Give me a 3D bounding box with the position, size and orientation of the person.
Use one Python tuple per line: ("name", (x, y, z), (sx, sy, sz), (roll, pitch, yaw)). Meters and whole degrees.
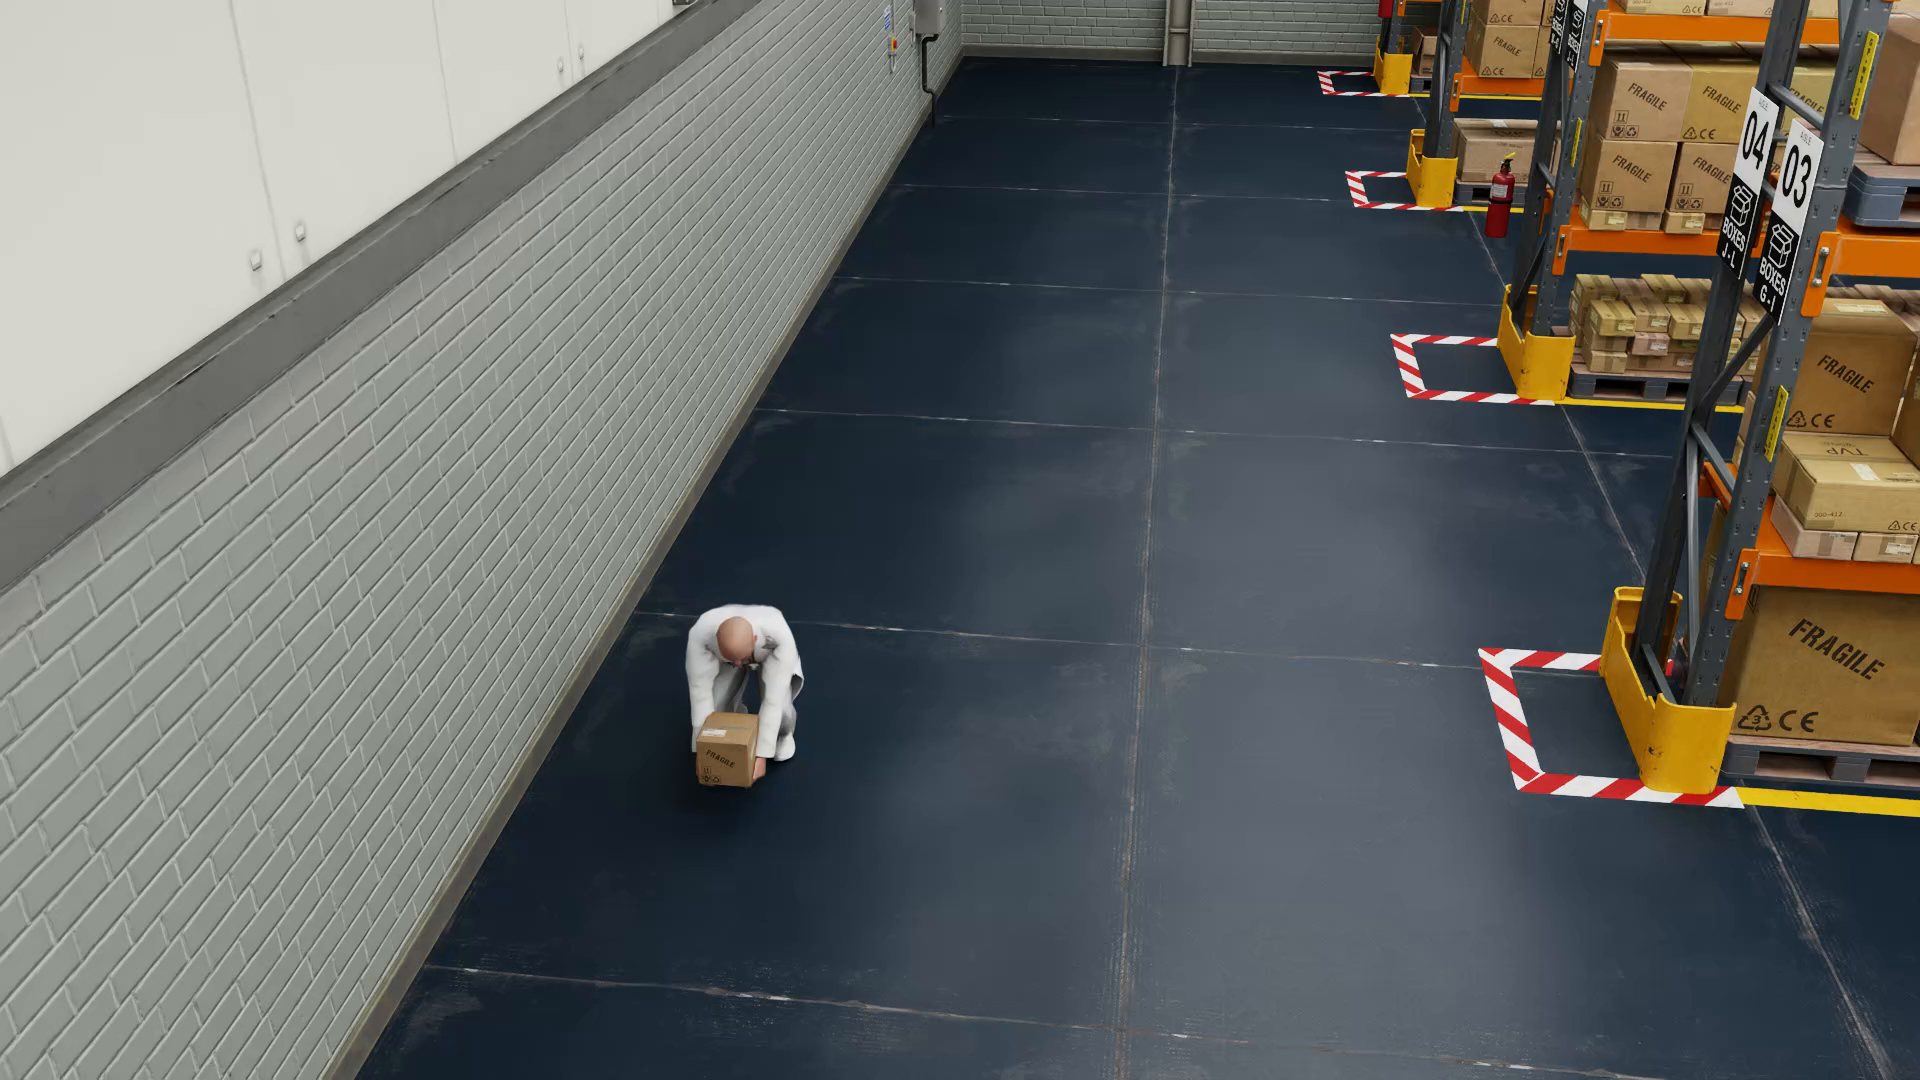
("person", (-1.072, 0.689, 8.198), (0.580, 0.981, 0.938), (3, 28, 5))
